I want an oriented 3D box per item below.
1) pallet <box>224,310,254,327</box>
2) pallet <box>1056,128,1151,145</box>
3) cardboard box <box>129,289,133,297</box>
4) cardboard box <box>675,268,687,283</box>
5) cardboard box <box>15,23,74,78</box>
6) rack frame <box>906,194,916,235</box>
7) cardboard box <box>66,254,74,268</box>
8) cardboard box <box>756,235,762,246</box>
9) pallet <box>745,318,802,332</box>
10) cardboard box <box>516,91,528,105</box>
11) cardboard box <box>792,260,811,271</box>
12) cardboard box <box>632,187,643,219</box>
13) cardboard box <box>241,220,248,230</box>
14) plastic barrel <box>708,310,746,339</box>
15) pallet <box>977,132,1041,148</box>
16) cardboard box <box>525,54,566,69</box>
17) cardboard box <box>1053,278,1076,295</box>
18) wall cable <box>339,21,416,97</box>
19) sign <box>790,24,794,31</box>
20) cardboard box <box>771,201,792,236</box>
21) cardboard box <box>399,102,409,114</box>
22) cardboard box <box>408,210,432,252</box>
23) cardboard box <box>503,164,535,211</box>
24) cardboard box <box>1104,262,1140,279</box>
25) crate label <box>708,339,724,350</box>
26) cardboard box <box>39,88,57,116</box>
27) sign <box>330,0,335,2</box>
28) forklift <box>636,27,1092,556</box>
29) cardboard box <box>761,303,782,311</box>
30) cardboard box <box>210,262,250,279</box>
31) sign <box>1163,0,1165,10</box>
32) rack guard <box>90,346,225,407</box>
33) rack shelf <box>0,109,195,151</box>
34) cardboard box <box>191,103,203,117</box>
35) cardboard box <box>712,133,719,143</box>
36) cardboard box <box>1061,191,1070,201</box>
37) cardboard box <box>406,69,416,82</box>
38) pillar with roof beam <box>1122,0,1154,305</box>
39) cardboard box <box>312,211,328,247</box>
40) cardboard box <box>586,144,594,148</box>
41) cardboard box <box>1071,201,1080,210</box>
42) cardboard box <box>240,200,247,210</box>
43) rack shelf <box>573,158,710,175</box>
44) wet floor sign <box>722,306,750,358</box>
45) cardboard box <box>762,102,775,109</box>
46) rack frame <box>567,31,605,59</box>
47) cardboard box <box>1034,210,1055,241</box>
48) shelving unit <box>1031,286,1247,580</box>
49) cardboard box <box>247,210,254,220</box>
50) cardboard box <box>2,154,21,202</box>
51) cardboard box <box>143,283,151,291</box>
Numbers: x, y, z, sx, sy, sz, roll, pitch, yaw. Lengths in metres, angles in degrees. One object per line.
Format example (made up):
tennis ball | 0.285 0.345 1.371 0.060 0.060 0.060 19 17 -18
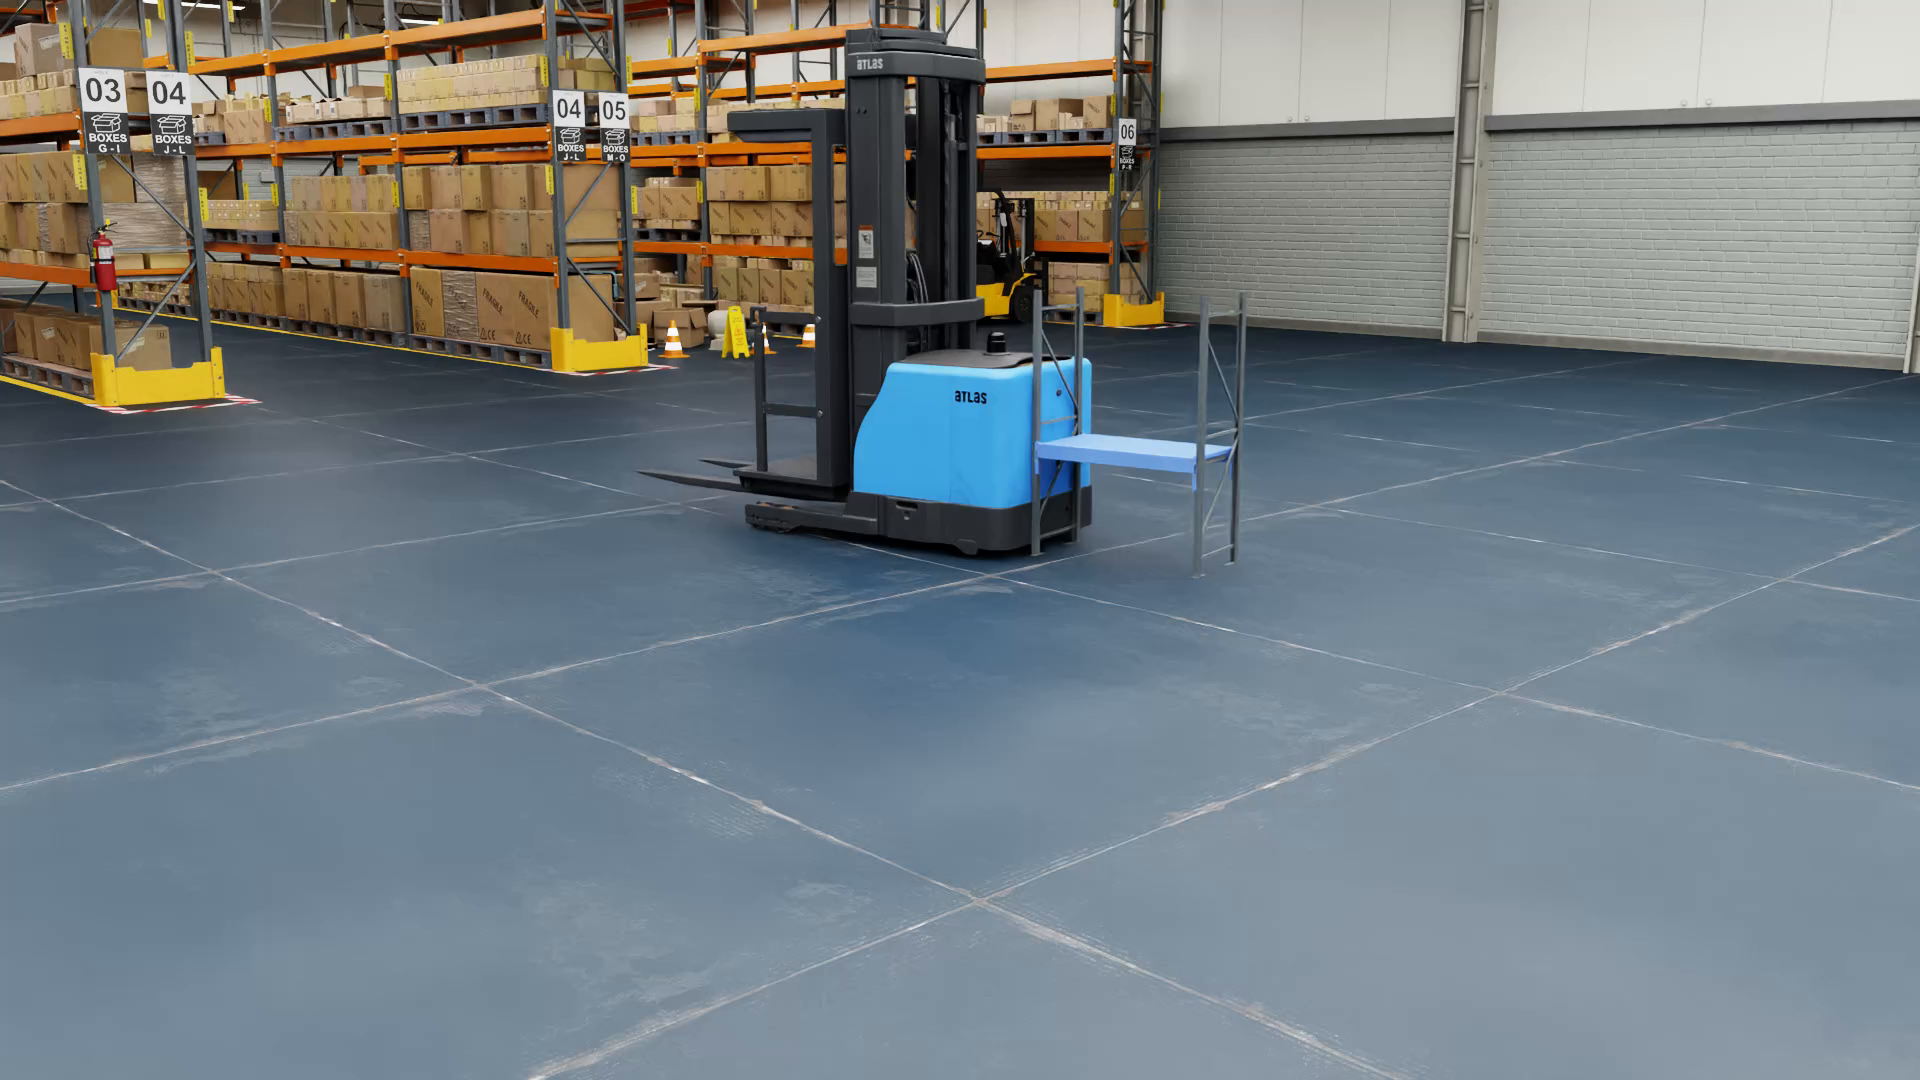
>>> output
pallet | -11.224 -3.633 27.024 1.003 0.211 1.213 -11 16 -43
pallet | 2.306 -6.469 26.661 1.003 0.211 1.213 -11 16 -43
cardboard box | -15.002 -4.536 30.518 0.380 0.149 0.250 -11 16 -43
cardboard box | -5.797 -5.706 35.794 0.500 0.311 0.500 -10 15 -41
cardboard box | -9.233 -4.962 16.907 0.500 0.500 0.500 -11 16 -43
rack frame | -0.812 -4.244 23.077 1.000 3.000 0.127 -11 16 -43
cardboard box | -8.869 -2.857 16.969 0.380 0.149 0.250 -11 16 -43
cardboard box | -2.819 -4.474 24.817 0.380 0.149 0.250 -11 16 -43
pallet | -3.085 -3.369 25.740 1.003 0.211 1.213 -11 16 -43
cardboard box | -4.971 -5.178 19.512 0.380 0.149 0.250 -11 16 -42
cardboard box | -2.208 -3.988 24.144 0.380 0.149 0.250 -10 15 -40
cardboard box | -5.117 -5.488 27.090 0.500 0.500 0.500 11 16 43
cardboard box | -10.868 -4.871 25.704 0.380 0.149 0.250 -11 16 -42
plastic barrel | -3.334 -3.072 23.776 0.512 0.421 0.421 -1 12 -4
pallet | 0.621 -6.825 28.390 1.003 0.211 1.213 -11 16 -43
cardboard box | -4.801 -5.532 19.256 0.380 0.149 0.250 -11 16 -42
cardboard box | 1.874 -4.142 27.117 0.500 0.250 0.500 -11 16 -43
wall cable | -13.407 -10.814 40.005 2.988 3.039 0.133 -11 16 -43
sign | -3.135 -9.461 31.022 0.100 0.325 0.005 -11 16 -43
cardboard box | -2.408 -4.703 24.321 0.500 0.500 0.500 -11 16 -42
cardboard box | -7.079 -5.623 21.673 0.380 0.149 0.250 -11 16 -43
cardboard box | -6.821 -4.144 22.222 0.875 0.550 0.550 -11 16 -43
cardboard box | -4.997 -4.269 20.149 0.875 0.550 0.550 -11 16 -43
cardboard box | 2.580 -4.381 27.039 0.500 0.250 0.500 -11 16 -43
crate label | -3.198 -2.627 22.321 0.298 0.136 0.250 3 12 16
cardboard box | -8.843 -4.366 16.607 0.500 0.250 0.500 -11 16 -42
sign | -9.448 -8.258 24.986 0.100 0.325 0.005 -11 16 -43
forklift | -0.710 -1.555 10.197 3.031 2.935 1.130 8 14 34
cardboard box | -2.617 -3.409 24.800 0.500 0.250 0.500 -11 16 -43
cardboard box | -11.921 -4.417 27.214 0.500 0.250 0.500 -10 16 -41
sign | 3.181 -8.486 26.092 0.100 0.325 0.005 -11 16 -43
rack guard | -8.032 -1.650 16.680 1.175 0.500 0.348 -11 16 -43
rack shelf | -9.361 -4.272 17.560 1.077 0.370 4.000 -11 16 -43
cardboard box | -12.427 -6.944 27.459 0.700 0.500 0.500 -11 16 -42
cardboard box | -3.536 -6.093 25.242 0.380 0.149 0.250 -11 16 -43
cardboard box | 1.864 -5.584 26.990 0.380 0.149 0.250 -11 16 -42
cardboard box | -6.902 -5.977 21.412 0.380 0.149 0.250 -11 16 -43
pillar with roof beam | -0.167 -7.502 24.022 9.100 9.000 0.400 -11 16 -43
cardboard box | -9.031 -4.505 24.097 0.500 0.500 0.500 -11 16 -43
cardboard box | -6.066 -6.708 27.935 0.396 0.266 0.258 -11 16 -43
cardboard box | 2.000 -5.394 26.803 0.380 0.149 0.250 -11 16 -42
cardboard box | -10.870 -5.164 25.649 0.380 0.149 0.250 -10 15 -41
rack shelf | -6.893 -8.096 36.124 1.077 0.370 4.000 -11 16 -43
wet floor sign | -2.870 -2.658 21.213 0.232 0.644 0.267 8 14 35
cardboard box | -2.654 -6.290 24.223 0.380 0.149 0.250 -11 16 -43
rack frame | -8.274 -10.209 37.165 1.000 3.000 0.127 -11 16 -43
cardboard box | 1.540 -5.172 27.334 0.500 0.500 0.500 -11 16 -44
shelving unit | 0.978 -0.623 9.219 1.048 1.500 0.538 8 14 34
cardboard box | -10.703 -4.983 25.507 0.380 0.149 0.250 -10 15 -40
cardboard box | -9.924 -3.884 17.868 0.500 0.500 0.500 -11 16 -43
cardboard box | -14.464 -4.568 29.937 0.250 0.149 0.380 11 16 42
